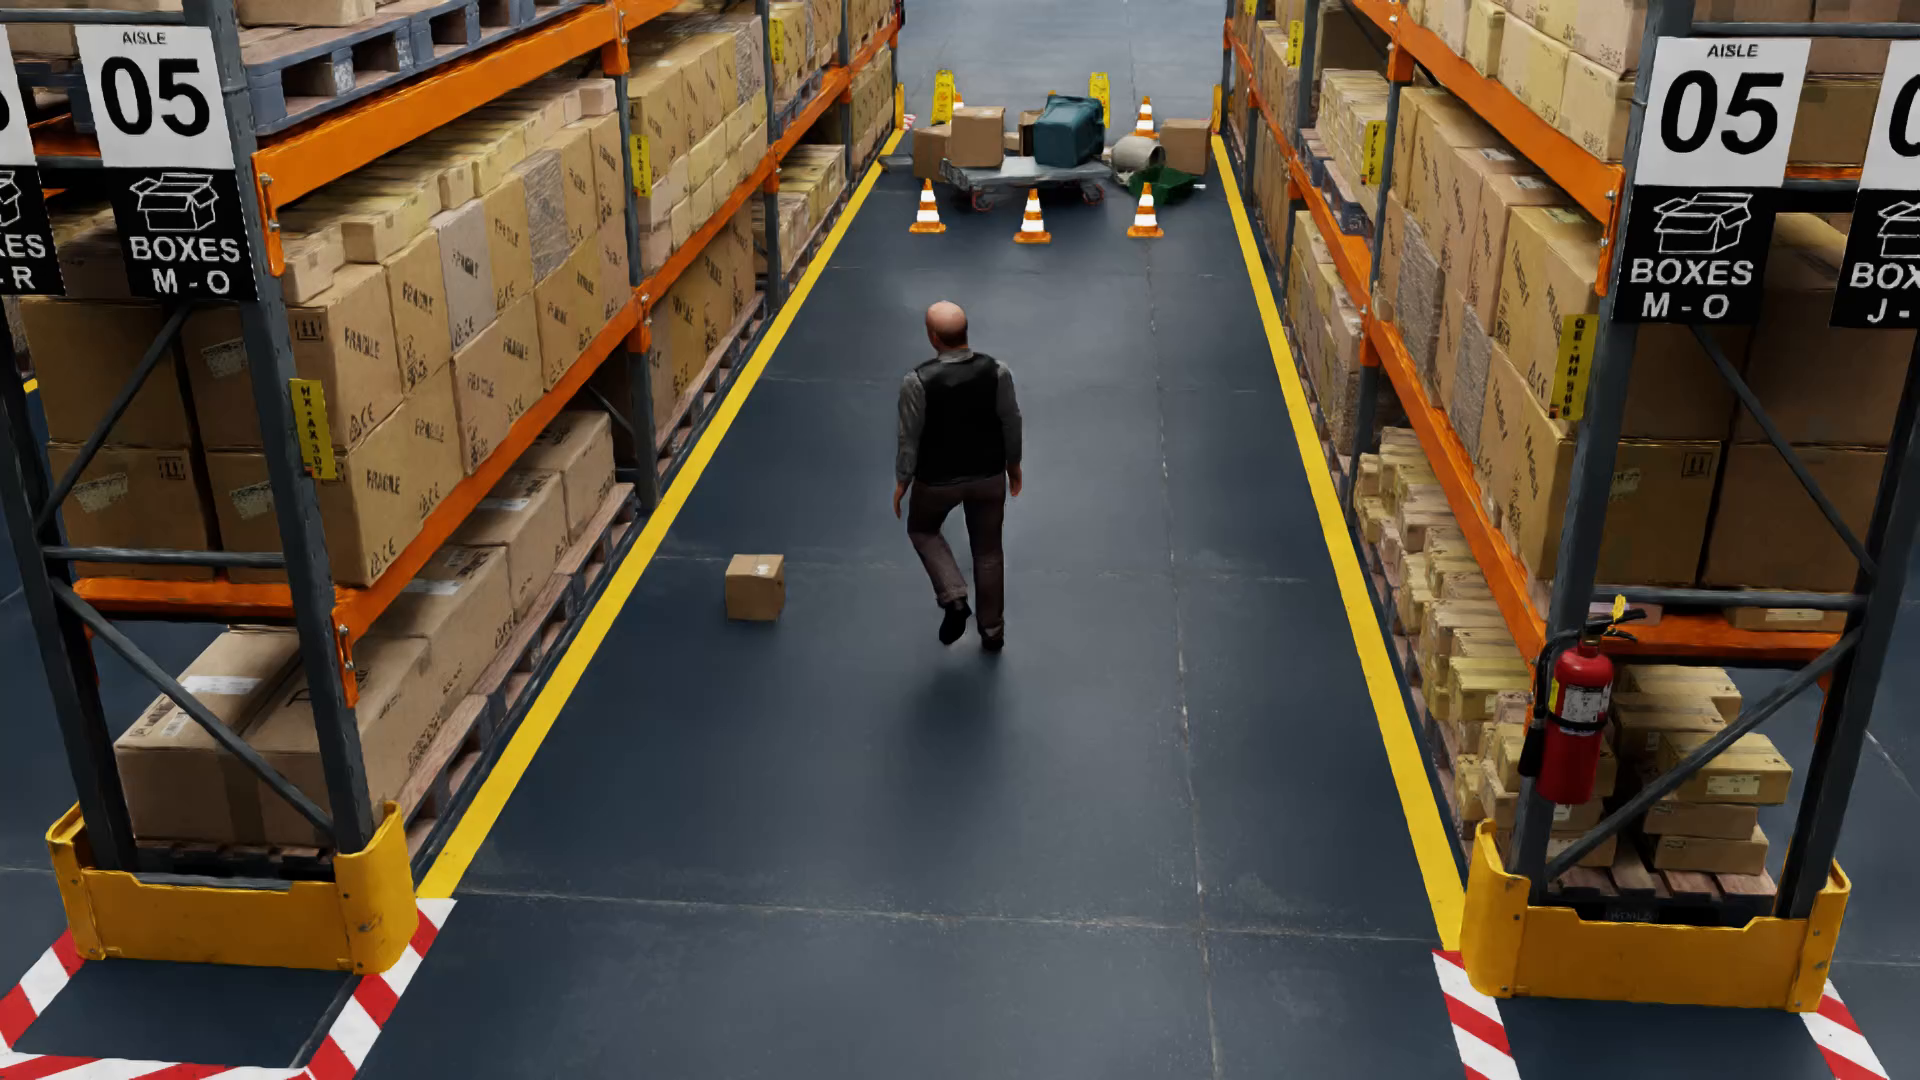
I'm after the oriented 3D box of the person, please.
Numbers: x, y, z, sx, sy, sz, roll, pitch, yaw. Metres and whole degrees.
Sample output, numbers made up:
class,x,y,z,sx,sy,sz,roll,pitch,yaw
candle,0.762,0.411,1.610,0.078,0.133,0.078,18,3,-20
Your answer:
class,x,y,z,sx,sy,sz,roll,pitch,yaw
person,-0.015,-0.303,7.756,0.621,1.710,0.473,-5,25,-10
